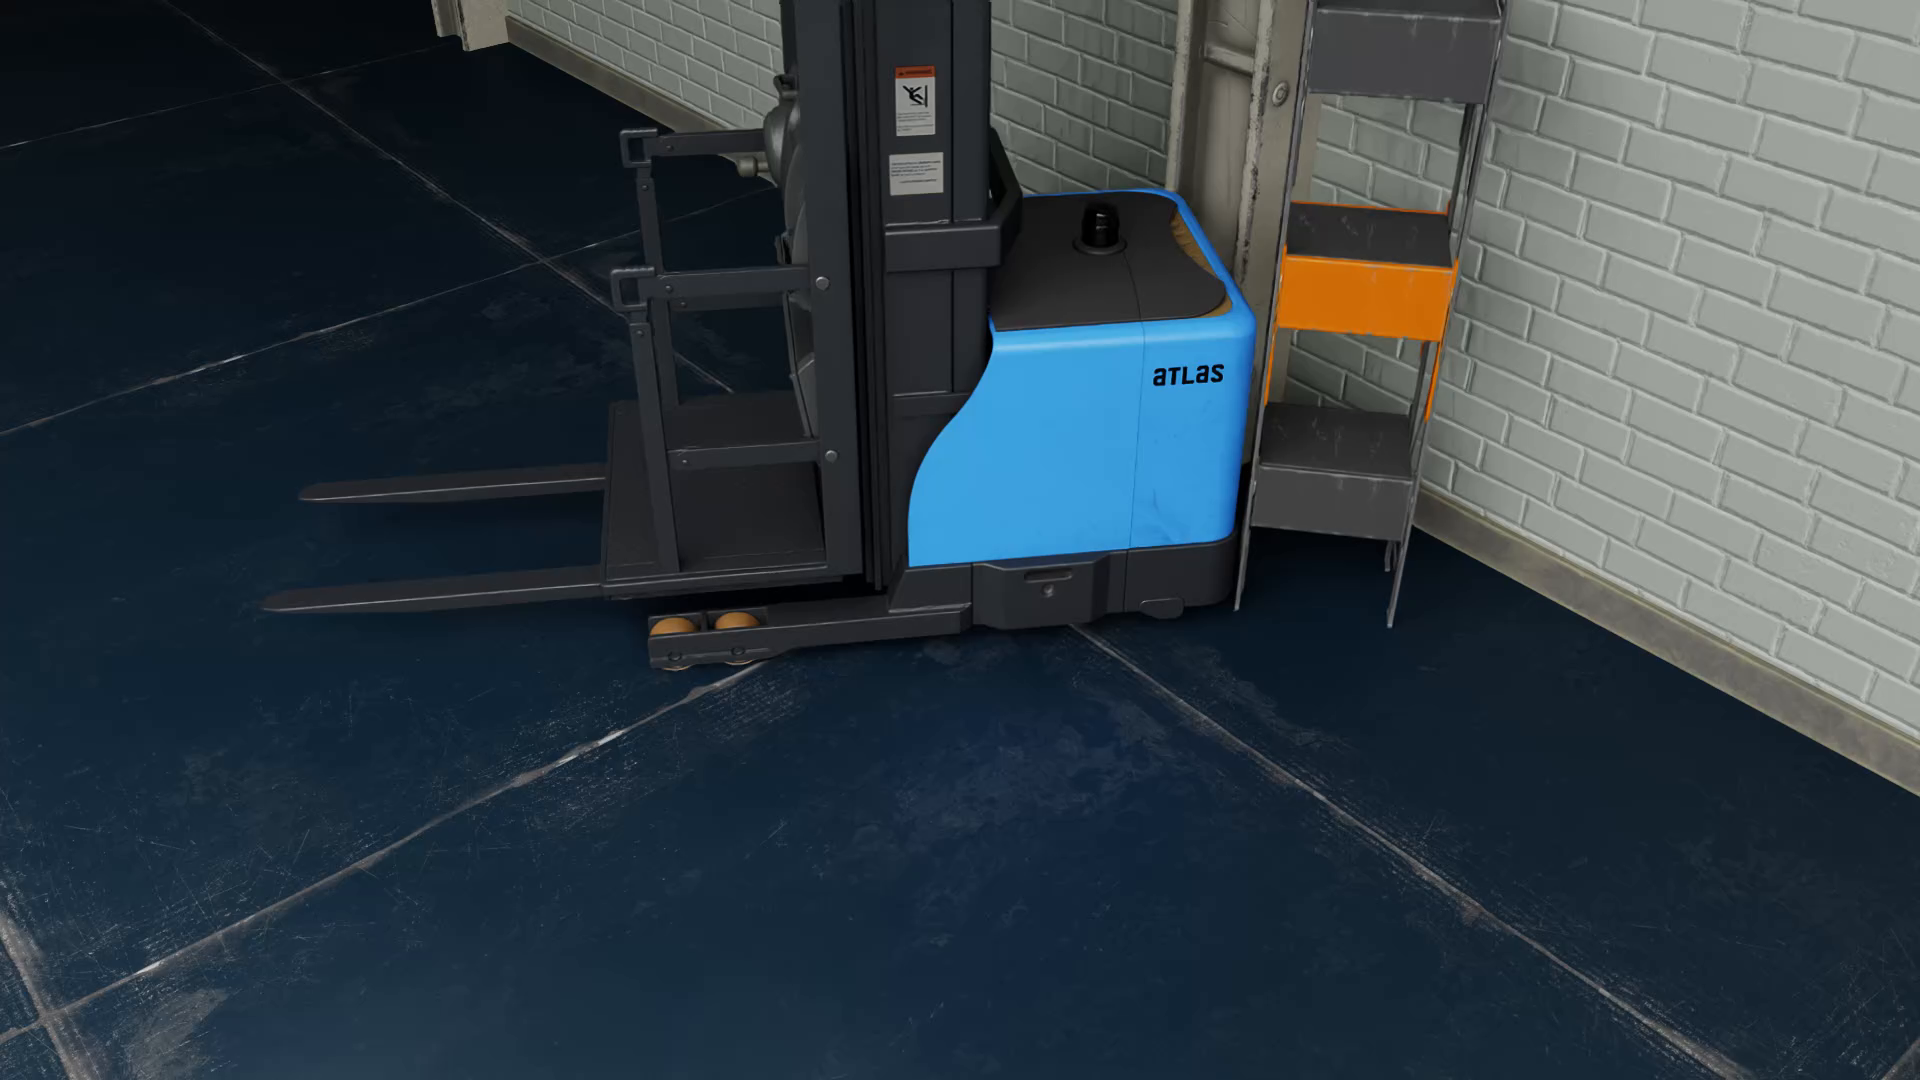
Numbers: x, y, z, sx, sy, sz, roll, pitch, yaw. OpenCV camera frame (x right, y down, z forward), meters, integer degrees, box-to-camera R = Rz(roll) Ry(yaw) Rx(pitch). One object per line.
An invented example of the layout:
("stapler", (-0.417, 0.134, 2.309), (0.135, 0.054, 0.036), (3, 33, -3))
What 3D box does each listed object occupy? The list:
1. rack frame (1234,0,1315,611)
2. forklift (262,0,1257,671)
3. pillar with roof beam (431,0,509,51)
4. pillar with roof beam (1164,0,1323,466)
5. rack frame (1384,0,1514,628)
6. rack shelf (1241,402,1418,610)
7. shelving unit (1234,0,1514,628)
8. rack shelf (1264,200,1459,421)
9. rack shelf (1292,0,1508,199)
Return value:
("rack frame", (0.942, -0.742, 4.977), (0.015, 2.100, 0.400), (6, 36, 9))
("forklift", (-0.676, -1.115, 4.789), (3.031, 2.935, 1.130), (-5, 36, -7))
("pillar with roof beam", (-6.212, -5.097, 5.161), (9.100, 9.000, 0.400), (-26, 43, -32))
("pillar with roof beam", (-2.340, -2.448, 1.421), (9.100, 9.000, 0.400), (-26, 43, -32))
("rack frame", (1.422, -0.689, 4.904), (0.015, 2.100, 0.400), (6, 36, 9))
("rack shelf", (1.179, -0.132, 5.351), (0.480, 0.518, 0.431), (6, 36, 9))
("shelving unit", (1.182, -0.715, 4.941), (0.503, 2.100, 0.431), (6, 36, 9))
("rack shelf", (1.182, -0.704, 4.948), (0.480, 0.518, 0.431), (6, 36, 9))
("rack shelf", (1.184, -1.276, 4.545), (0.480, 0.518, 0.431), (6, 36, 9))
